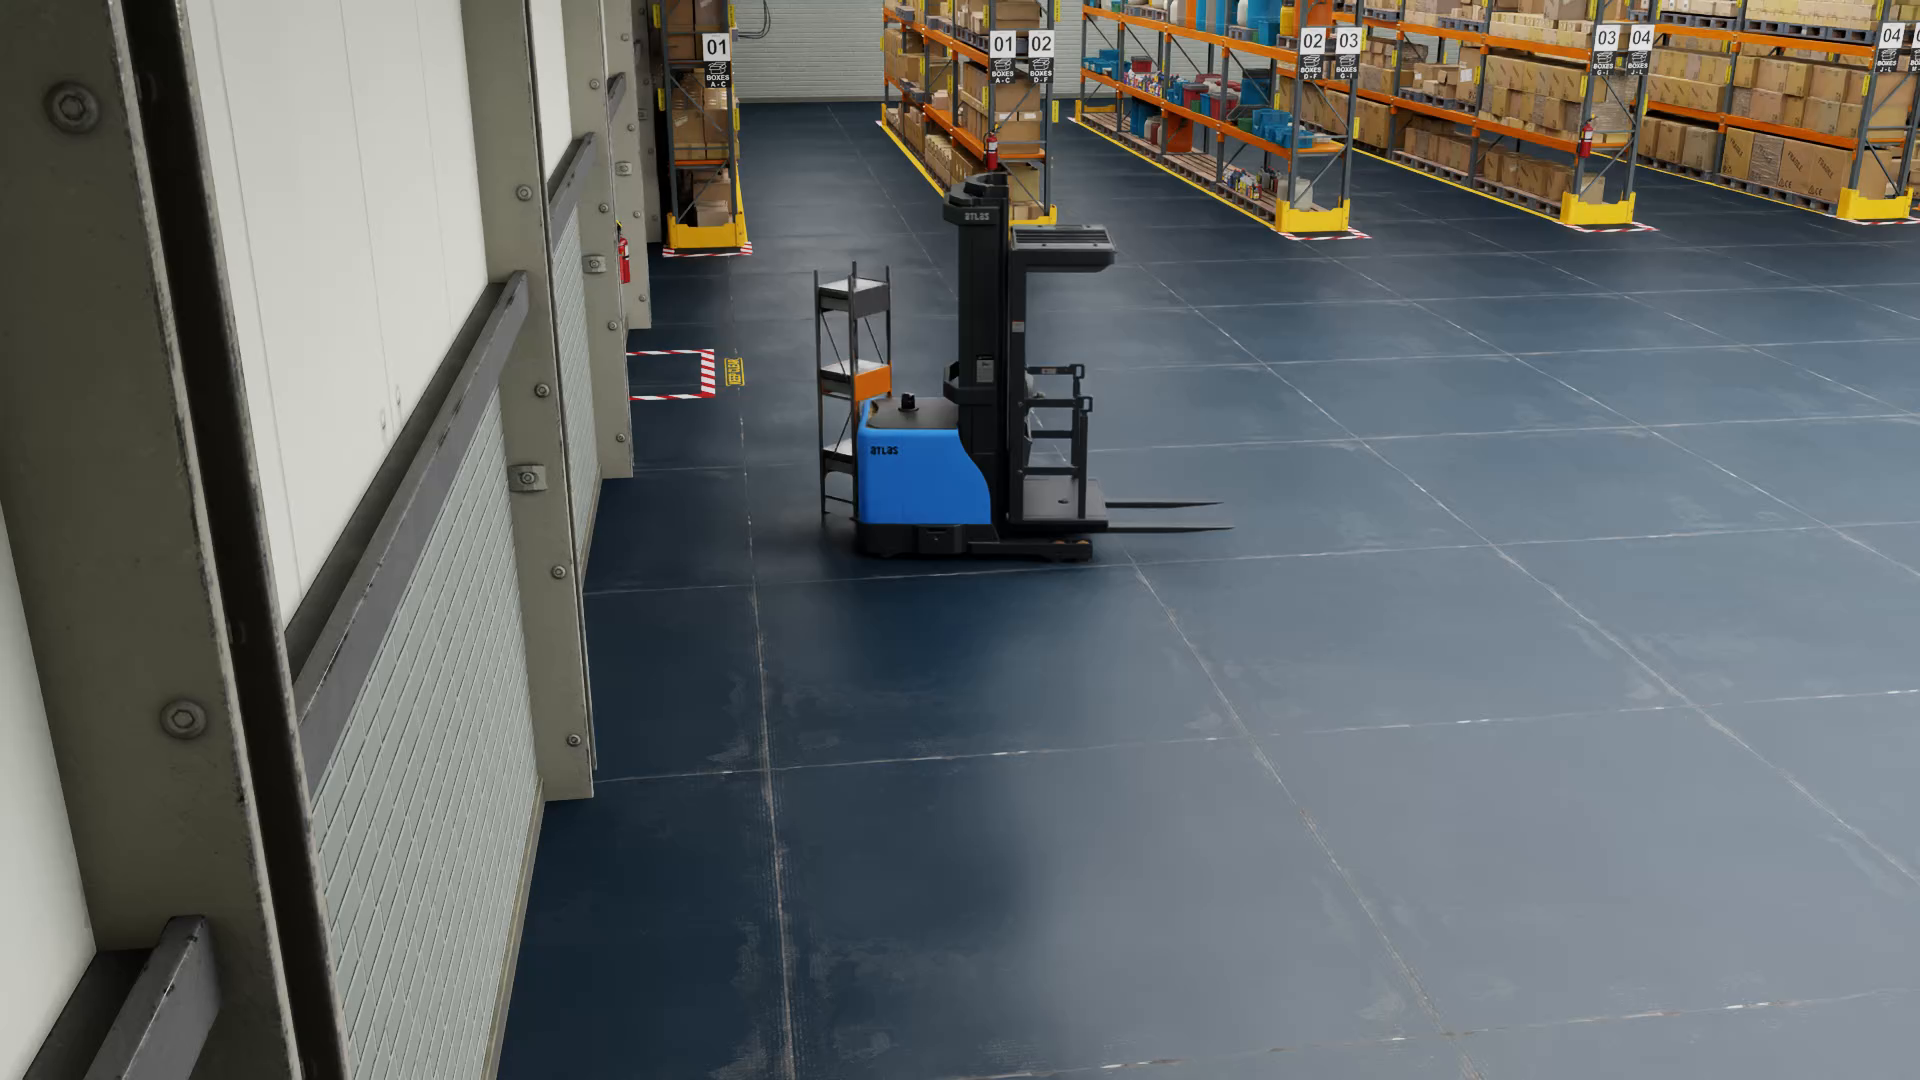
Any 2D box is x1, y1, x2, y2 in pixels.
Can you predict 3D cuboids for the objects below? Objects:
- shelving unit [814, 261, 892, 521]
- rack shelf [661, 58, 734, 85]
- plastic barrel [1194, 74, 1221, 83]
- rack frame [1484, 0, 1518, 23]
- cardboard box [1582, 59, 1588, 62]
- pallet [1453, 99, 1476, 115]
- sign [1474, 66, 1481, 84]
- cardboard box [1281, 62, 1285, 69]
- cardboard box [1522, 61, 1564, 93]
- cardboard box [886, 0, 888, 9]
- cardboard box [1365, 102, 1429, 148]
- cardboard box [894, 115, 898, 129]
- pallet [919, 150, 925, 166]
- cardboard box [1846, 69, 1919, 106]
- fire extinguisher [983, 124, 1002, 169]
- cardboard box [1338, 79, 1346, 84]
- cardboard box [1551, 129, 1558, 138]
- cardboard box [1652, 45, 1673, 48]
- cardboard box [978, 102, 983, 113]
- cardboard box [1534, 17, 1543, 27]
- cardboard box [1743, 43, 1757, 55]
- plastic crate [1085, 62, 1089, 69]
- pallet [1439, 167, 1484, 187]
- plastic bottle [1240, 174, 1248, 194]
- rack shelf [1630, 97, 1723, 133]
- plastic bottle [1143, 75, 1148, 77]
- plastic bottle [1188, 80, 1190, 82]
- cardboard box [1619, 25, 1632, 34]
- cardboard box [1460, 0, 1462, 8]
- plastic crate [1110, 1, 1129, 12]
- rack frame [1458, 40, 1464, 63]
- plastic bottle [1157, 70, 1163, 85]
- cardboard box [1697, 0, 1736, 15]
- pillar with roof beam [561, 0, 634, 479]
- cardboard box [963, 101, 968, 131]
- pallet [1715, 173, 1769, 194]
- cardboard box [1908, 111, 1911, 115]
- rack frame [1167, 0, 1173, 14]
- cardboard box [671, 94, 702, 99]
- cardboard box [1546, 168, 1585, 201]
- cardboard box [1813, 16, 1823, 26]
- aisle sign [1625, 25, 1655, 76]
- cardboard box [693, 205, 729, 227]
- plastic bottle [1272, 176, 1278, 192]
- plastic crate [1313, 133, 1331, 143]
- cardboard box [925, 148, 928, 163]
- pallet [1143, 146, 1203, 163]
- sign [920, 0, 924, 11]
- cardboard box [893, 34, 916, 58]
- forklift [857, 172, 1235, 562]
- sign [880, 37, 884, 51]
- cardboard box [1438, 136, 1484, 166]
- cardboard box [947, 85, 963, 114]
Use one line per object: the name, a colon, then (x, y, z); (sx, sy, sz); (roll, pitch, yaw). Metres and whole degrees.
shelving unit: (-0.891, -1.262, 14.092); (0.431, 2.100, 0.503); (15, 25, 34)
rack shelf: (-4.248, -7.758, 26.941); (1.077, 0.370, 4.000); (-3, 21, -8)
plastic barrel: (5.057, -9.185, 33.827); (0.600, 0.536, 0.708); (-3, 21, -8)
rack frame: (10.169, -10.942, 30.151); (1.000, 3.000, 0.127); (-3, 21, -8)
cardboard box: (13.877, -10.506, 36.467); (0.380, 0.149, 0.250); (-2, 21, -6)
pallet: (10.202, -8.314, 31.963); (1.003, 0.211, 1.213); (-3, 21, -8)
sign: (9.620, -8.645, 30.920); (0.100, 0.325, 0.005); (-3, 21, -8)
cardboard box: (8.239, -11.852, 41.520); (0.380, 0.149, 0.250); (-3, 21, -9)
cardboard box: (10.210, -8.099, 29.116); (0.500, 0.500, 0.500); (-3, 21, -8)
cardboard box: (-1.483, -12.759, 39.516); (0.500, 0.250, 0.500); (-3, 21, -8)
cardboard box: (9.513, -8.958, 35.850); (1.225, 0.875, 0.875); (-4, 21, -10)
cardboard box: (-1.259, -9.792, 38.861); (0.500, 0.311, 0.500); (-3, 21, -8)
pallet: (-0.282, -7.972, 34.760); (1.003, 0.211, 1.213); (-3, 21, -8)
cardboard box: (15.653, -7.668, 28.203); (0.875, 0.550, 0.550); (-3, 21, -8)
fire extinguisher: (0.499, -6.148, 26.000); (0.296, 0.674, 0.183); (-3, 21, -8)
cardboard box: (8.908, -10.602, 37.673); (0.500, 0.500, 0.500); (-3, 21, -8)
cardboard box: (10.357, -6.975, 28.464); (0.380, 0.149, 0.250); (-3, 21, -8)
cardboard box: (14.570, -10.091, 34.875); (0.700, 0.500, 0.500); (-3, 21, -8)
cardboard box: (0.510, -7.170, 27.556); (0.380, 0.149, 0.250); (-2, 21, -6)
cardboard box: (10.207, -8.988, 28.852); (0.380, 0.149, 0.250); (-2, 21, -6)
cardboard box: (18.702, -11.575, 38.848); (0.500, 0.500, 0.500); (-3, 21, -8)
plastic crate: (3.212, -11.724, 41.110); (0.250, 0.136, 0.298); (-3, 21, -8)
pallet: (10.055, -7.095, 32.410); (1.003, 0.211, 1.213); (-3, 21, -8)
plastic bottle: (5.062, -6.334, 29.545); (0.144, 0.351, 0.185); (-3, 21, -8)
rack shelf: (14.803, -8.702, 33.757); (1.077, 0.370, 4.000); (-3, 21, -8)
plastic bottle: (4.088, -10.101, 36.651); (0.152, 0.276, 0.135); (-3, 21, -8)
plastic bottle: (4.874, -9.667, 35.478); (0.061, 0.283, 0.133); (-3, 21, -8)
cardboard box: (10.934, -8.375, 27.211); (0.380, 0.149, 0.250); (-3, 21, -8)
cardboard box: (10.049, -10.701, 32.936); (0.500, 0.500, 0.500); (-3, 21, -7)
plastic crate: (3.667, -12.278, 38.253); (0.416, 0.233, 0.300); (-3, 21, -8)
rack frame: (13.361, -12.502, 42.901); (1.000, 3.000, 0.127); (-3, 21, -8)
plastic bottle: (4.454, -10.256, 36.958); (0.144, 0.351, 0.185); (-3, 21, -8)
cardboard box: (14.696, -10.342, 32.302); (0.500, 0.250, 0.500); (-3, 21, -8)
pillar with roof beam: (1.073, -5.069, 14.426); (9.100, 9.000, 0.400); (-3, 21, -8)
cardboard box: (0.435, -7.527, 29.439); (0.700, 0.500, 0.500); (-3, 21, -9)
pallet: (15.124, -6.773, 31.549); (1.003, 0.211, 1.213); (-3, 21, -8)
cardboard box: (23.872, -10.831, 41.670); (0.500, 0.311, 0.500); (-2, 21, -6)
rack frame: (4.691, -12.077, 33.190); (1.000, 3.000, 0.127); (-3, 21, -8)
cardboard box: (-4.538, -7.147, 27.679); (0.500, 0.500, 0.500); (-2, 21, -6)
cardboard box: (10.552, -6.195, 28.987); (0.500, 0.500, 0.500); (2, 21, 6)
cardboard box: (15.102, -9.031, 28.937); (0.380, 0.149, 0.250); (-3, 21, -7)
aisle sign: (11.051, -7.958, 27.021); (0.394, 0.787, 0.004); (-3, 21, -8)
cardboard box: (-3.970, -5.188, 26.533); (0.500, 0.311, 0.500); (-5, 21, -14)
plastic bottle: (5.634, -6.367, 29.729); (0.061, 0.283, 0.133); (-3, 21, -8)
plastic crate: (6.033, -6.699, 27.743); (0.298, 0.136, 0.250); (-3, 21, -8)
cardboard box: (-0.427, -7.731, 33.457); (0.500, 0.250, 0.500); (-3, 21, -8)
pallet: (4.536, -8.231, 35.453); (1.003, 0.211, 1.213); (-3, 21, -8)
sign: (-0.749, -10.639, 32.888); (0.100, 0.325, 0.005); (-3, 21, -8)
cardboard box: (-1.266, -11.432, 38.466); (0.500, 0.500, 0.500); (-3, 21, -7)
forklift: (0.699, -1.385, 13.236); (3.031, 2.935, 1.130); (0, 20, 0)
sign: (-1.902, -12.166, 40.766); (0.100, 0.325, 0.005); (-3, 21, -8)
cardboard box: (9.970, -7.740, 33.097); (0.700, 0.500, 0.500); (-5, 21, -12)
cardboard box: (0.047, -8.485, 32.004); (0.500, 0.500, 0.500); (-4, 21, -11)
